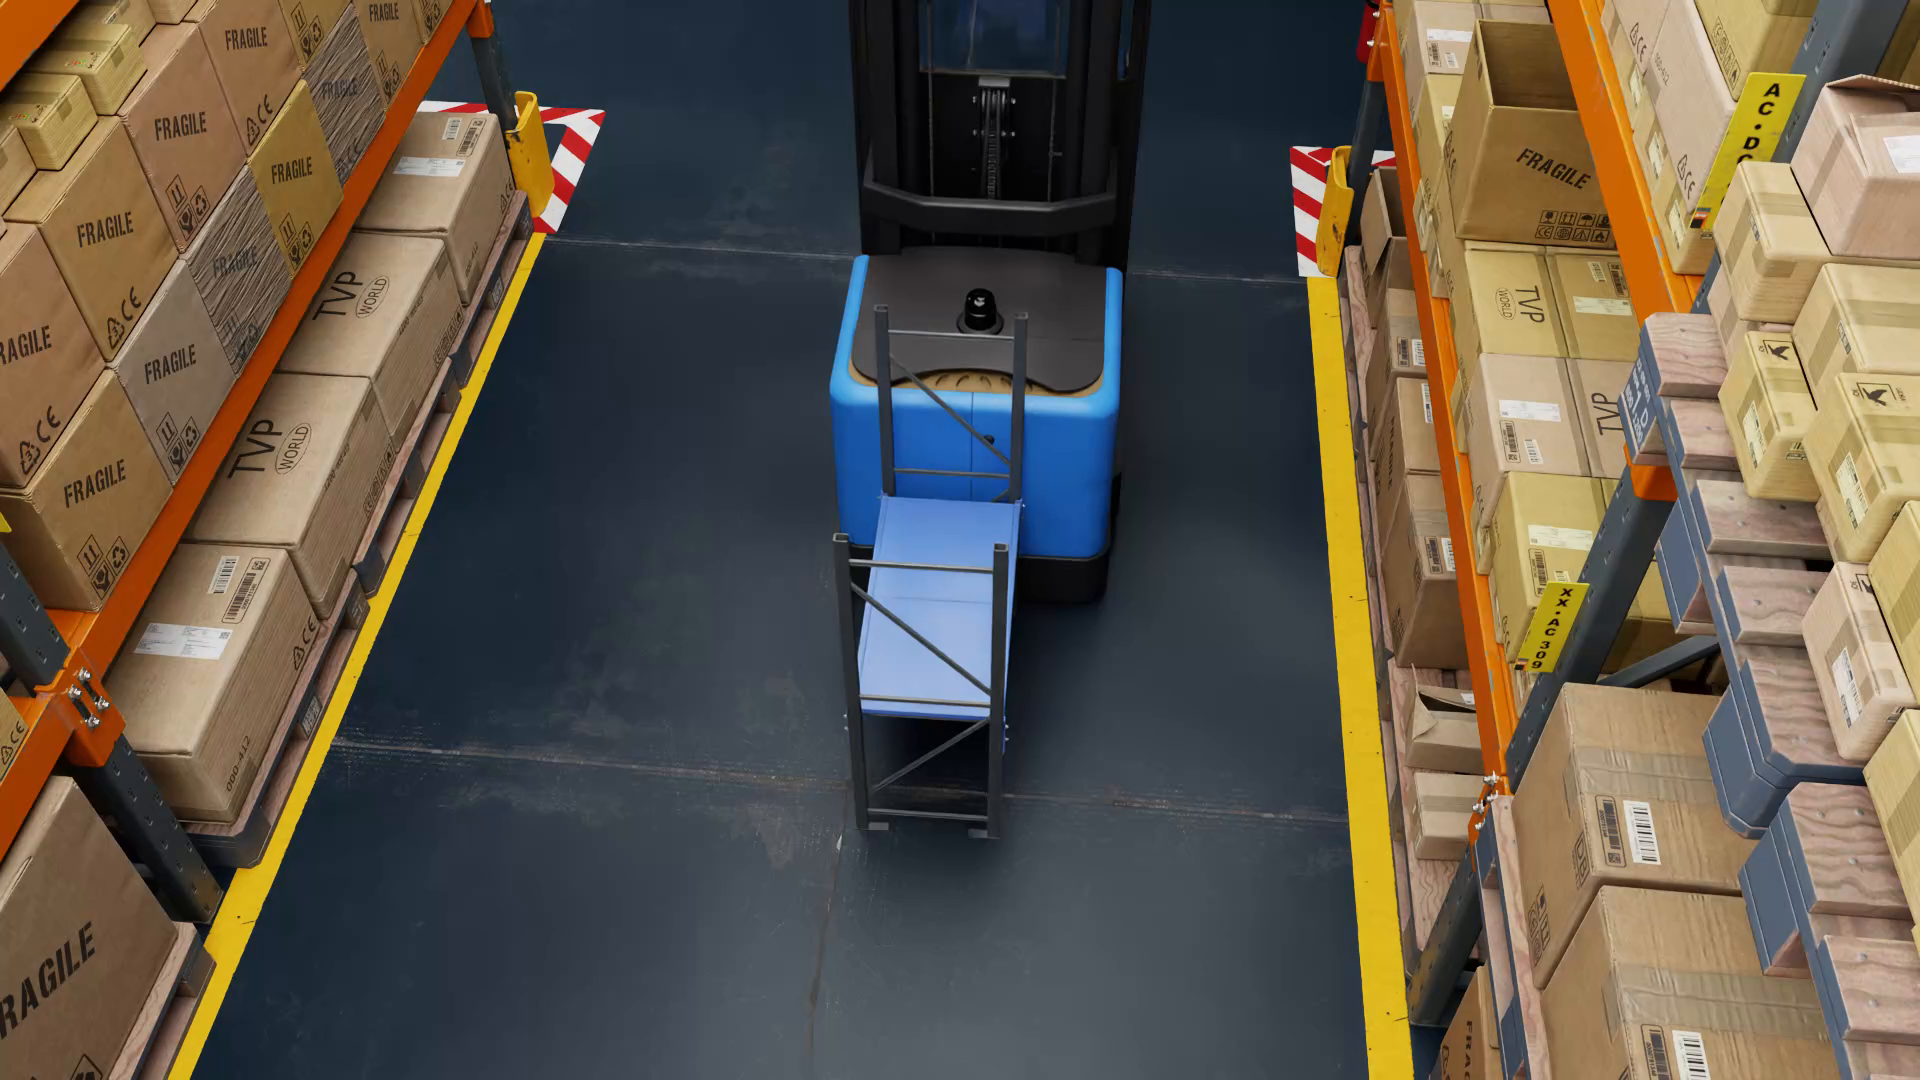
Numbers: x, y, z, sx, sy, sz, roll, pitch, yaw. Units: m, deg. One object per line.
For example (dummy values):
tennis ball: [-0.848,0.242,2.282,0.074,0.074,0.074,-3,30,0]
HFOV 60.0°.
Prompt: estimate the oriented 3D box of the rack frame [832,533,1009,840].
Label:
rack frame: [-0.111,0.513,5.265,0.500,1.500,0.032,3,48,3]

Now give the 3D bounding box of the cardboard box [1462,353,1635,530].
cardboard box: [1.777,-0.278,4.871,0.500,0.250,0.500,4,48,4]

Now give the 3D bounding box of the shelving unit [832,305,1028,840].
shelving unit: [-0.071,0.139,5.607,0.538,1.500,1.048,3,48,3]

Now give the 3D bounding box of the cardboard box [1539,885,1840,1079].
cardboard box: [1.629,1.077,3.379,0.700,0.500,0.500,4,48,4]

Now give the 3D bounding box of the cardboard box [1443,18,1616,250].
cardboard box: [1.861,-1.293,5.291,0.500,0.500,0.500,5,48,5]

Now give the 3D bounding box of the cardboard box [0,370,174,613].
cardboard box: [-2.697,-0.160,4.796,0.500,0.500,0.500,5,48,5]

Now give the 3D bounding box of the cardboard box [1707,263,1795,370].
cardboard box: [1.519,-0.378,2.848,0.380,0.149,0.250,5,48,4]

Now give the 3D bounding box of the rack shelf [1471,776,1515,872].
rack shelf: [1.760,2.244,3.152,1.077,0.370,4.000,4,48,4]

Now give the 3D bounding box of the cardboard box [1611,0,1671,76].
cardboard box: [1.774,-1.284,3.759,0.500,0.250,0.500,2,48,2]

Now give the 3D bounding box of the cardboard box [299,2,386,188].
cardboard box: [-2.514,-1.654,6.162,0.500,0.500,0.500,5,48,5]

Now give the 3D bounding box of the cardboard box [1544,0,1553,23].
cardboard box: [2.530,-2.101,6.539,0.500,0.250,0.500,5,48,5]

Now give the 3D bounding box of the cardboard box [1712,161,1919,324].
cardboard box: [1.479,-0.482,2.741,0.380,0.149,0.250,5,48,5]

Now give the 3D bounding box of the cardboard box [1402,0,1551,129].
cardboard box: [1.952,-1.771,6.237,0.500,0.250,0.500,4,48,4]

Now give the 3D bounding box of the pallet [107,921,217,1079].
pallet: [-2.996,1.714,5.039,1.003,0.211,1.213,4,48,4]

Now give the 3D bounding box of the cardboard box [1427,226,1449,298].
cardboard box: [1.833,-0.961,5.767,0.380,0.149,0.250,5,48,4]

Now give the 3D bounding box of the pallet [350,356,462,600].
pallet: [-2.745,-0.311,6.891,1.003,0.211,1.213,4,48,4]

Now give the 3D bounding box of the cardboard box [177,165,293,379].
cardboard box: [-2.595,-0.895,5.468,0.500,0.500,0.500,4,48,4]

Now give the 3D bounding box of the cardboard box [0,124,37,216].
cardboard box: [-2.725,-0.984,4.432,0.380,0.149,0.250,3,48,3]

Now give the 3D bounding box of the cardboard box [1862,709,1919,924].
cardboard box: [1.429,0.372,2.162,0.380,0.149,0.250,3,48,3]

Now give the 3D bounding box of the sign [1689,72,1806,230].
sign: [1.402,-0.686,2.961,0.100,0.325,0.005,4,48,4]

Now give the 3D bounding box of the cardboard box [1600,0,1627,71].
cardboard box: [1.767,-1.236,3.986,0.380,0.149,0.250,4,48,3]

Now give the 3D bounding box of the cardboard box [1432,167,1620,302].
cardboard box: [1.884,-1.022,5.552,0.500,0.250,0.500,3,48,3]

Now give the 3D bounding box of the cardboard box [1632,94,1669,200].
cardboard box: [1.707,-0.859,3.641,0.380,0.149,0.250,4,48,3]

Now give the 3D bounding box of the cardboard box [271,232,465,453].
cardboard box: [-2.672,-0.851,6.947,0.875,0.438,0.875,5,48,5]

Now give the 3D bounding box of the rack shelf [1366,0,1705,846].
rack shelf: [2.125,-0.695,5.840,1.077,0.370,4.000,4,48,4]

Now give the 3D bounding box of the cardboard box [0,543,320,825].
cardboard box: [-2.837,0.470,5.739,0.875,0.438,0.875,3,48,3]

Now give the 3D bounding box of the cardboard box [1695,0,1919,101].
cardboard box: [1.749,-1.086,3.239,0.500,0.250,0.500,4,48,4]

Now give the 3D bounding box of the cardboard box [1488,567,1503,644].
cardboard box: [1.722,0.173,4.730,0.380,0.149,0.250,5,48,5]

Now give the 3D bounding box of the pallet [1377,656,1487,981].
pallet: [2.006,0.968,5.721,1.003,0.211,1.213,4,48,4]

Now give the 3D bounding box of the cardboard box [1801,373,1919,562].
cardboard box: [1.460,-0.097,2.390,0.380,0.149,0.250,3,48,3]

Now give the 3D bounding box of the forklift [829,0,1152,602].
forklift: [0.162,-1.841,6.447,1.130,2.935,3.031,3,48,3]

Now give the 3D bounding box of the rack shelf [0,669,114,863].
rack shelf: [-3.183,1.913,3.455,1.077,0.370,4.000,4,48,4]

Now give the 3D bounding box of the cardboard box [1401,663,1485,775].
cardboard box: [1.734,0.621,5.717,0.396,0.266,0.258,5,48,5]

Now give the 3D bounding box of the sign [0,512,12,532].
sign: [-2.459,-0.134,4.109,0.100,0.325,0.005,4,48,4]

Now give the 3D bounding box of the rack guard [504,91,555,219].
rack guard: [-2.634,-1.913,8.160,1.175,0.500,0.348,4,48,4]

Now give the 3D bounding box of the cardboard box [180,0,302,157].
cardboard box: [-2.557,-1.621,5.454,0.500,0.500,0.500,4,48,3]

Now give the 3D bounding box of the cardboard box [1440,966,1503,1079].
cardboard box: [1.675,1.574,4.687,0.500,0.500,0.500,6,48,5]

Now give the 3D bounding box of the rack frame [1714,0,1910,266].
rack frame: [1.943,-1.493,2.017,1.000,3.000,0.127,4,48,4]

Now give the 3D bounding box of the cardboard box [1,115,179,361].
cardboard box: [-2.664,-0.875,4.772,0.500,0.500,0.500,3,48,3]

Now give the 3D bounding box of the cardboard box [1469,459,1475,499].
cardboard box: [1.773,-0.211,5.080,0.380,0.149,0.250,5,48,5]

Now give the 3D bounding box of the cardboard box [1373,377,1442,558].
cardboard box: [1.893,-0.255,6.360,0.500,0.500,0.500,5,48,4]

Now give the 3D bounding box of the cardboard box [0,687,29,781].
cardboard box: [-2.790,0.598,4.272,0.500,0.250,0.500,3,48,3]

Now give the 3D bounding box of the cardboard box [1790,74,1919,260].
cardboard box: [1.568,-0.614,2.581,0.396,0.266,0.258,3,48,3]

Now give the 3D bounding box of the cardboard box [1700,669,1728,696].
cardboard box: [2.246,0.388,4.533,0.380,0.149,0.250,4,48,4]

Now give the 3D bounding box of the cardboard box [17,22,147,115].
cardboard box: [-2.588,-1.356,4.772,0.380,0.149,0.250,3,48,2]

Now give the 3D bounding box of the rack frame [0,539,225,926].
rack frame: [-3.001,0.201,4.534,1.000,3.000,0.127,4,48,4]

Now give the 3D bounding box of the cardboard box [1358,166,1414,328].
cardboard box: [2.157,-1.264,7.280,0.797,0.503,0.637,2,48,2]

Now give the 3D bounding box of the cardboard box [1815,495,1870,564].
cardboard box: [1.536,0.002,2.500,0.380,0.149,0.250,4,48,4]

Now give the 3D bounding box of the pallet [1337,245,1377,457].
pallet: [2.229,-0.824,7.361,1.003,0.211,1.213,4,48,4]

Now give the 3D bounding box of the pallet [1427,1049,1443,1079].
pallet: [1.906,2.073,4.711,1.003,0.211,1.213,4,48,4]

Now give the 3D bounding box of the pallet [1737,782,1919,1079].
pallet: [1.722,0.820,2.062,1.213,0.211,1.003,4,48,4]

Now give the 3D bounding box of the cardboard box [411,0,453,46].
cardboard box: [-2.416,-2.400,6.845,0.500,0.500,0.500,4,48,4]

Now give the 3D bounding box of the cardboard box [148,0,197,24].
cardboard box: [-2.556,-1.722,5.107,0.380,0.149,0.250,4,48,4]
